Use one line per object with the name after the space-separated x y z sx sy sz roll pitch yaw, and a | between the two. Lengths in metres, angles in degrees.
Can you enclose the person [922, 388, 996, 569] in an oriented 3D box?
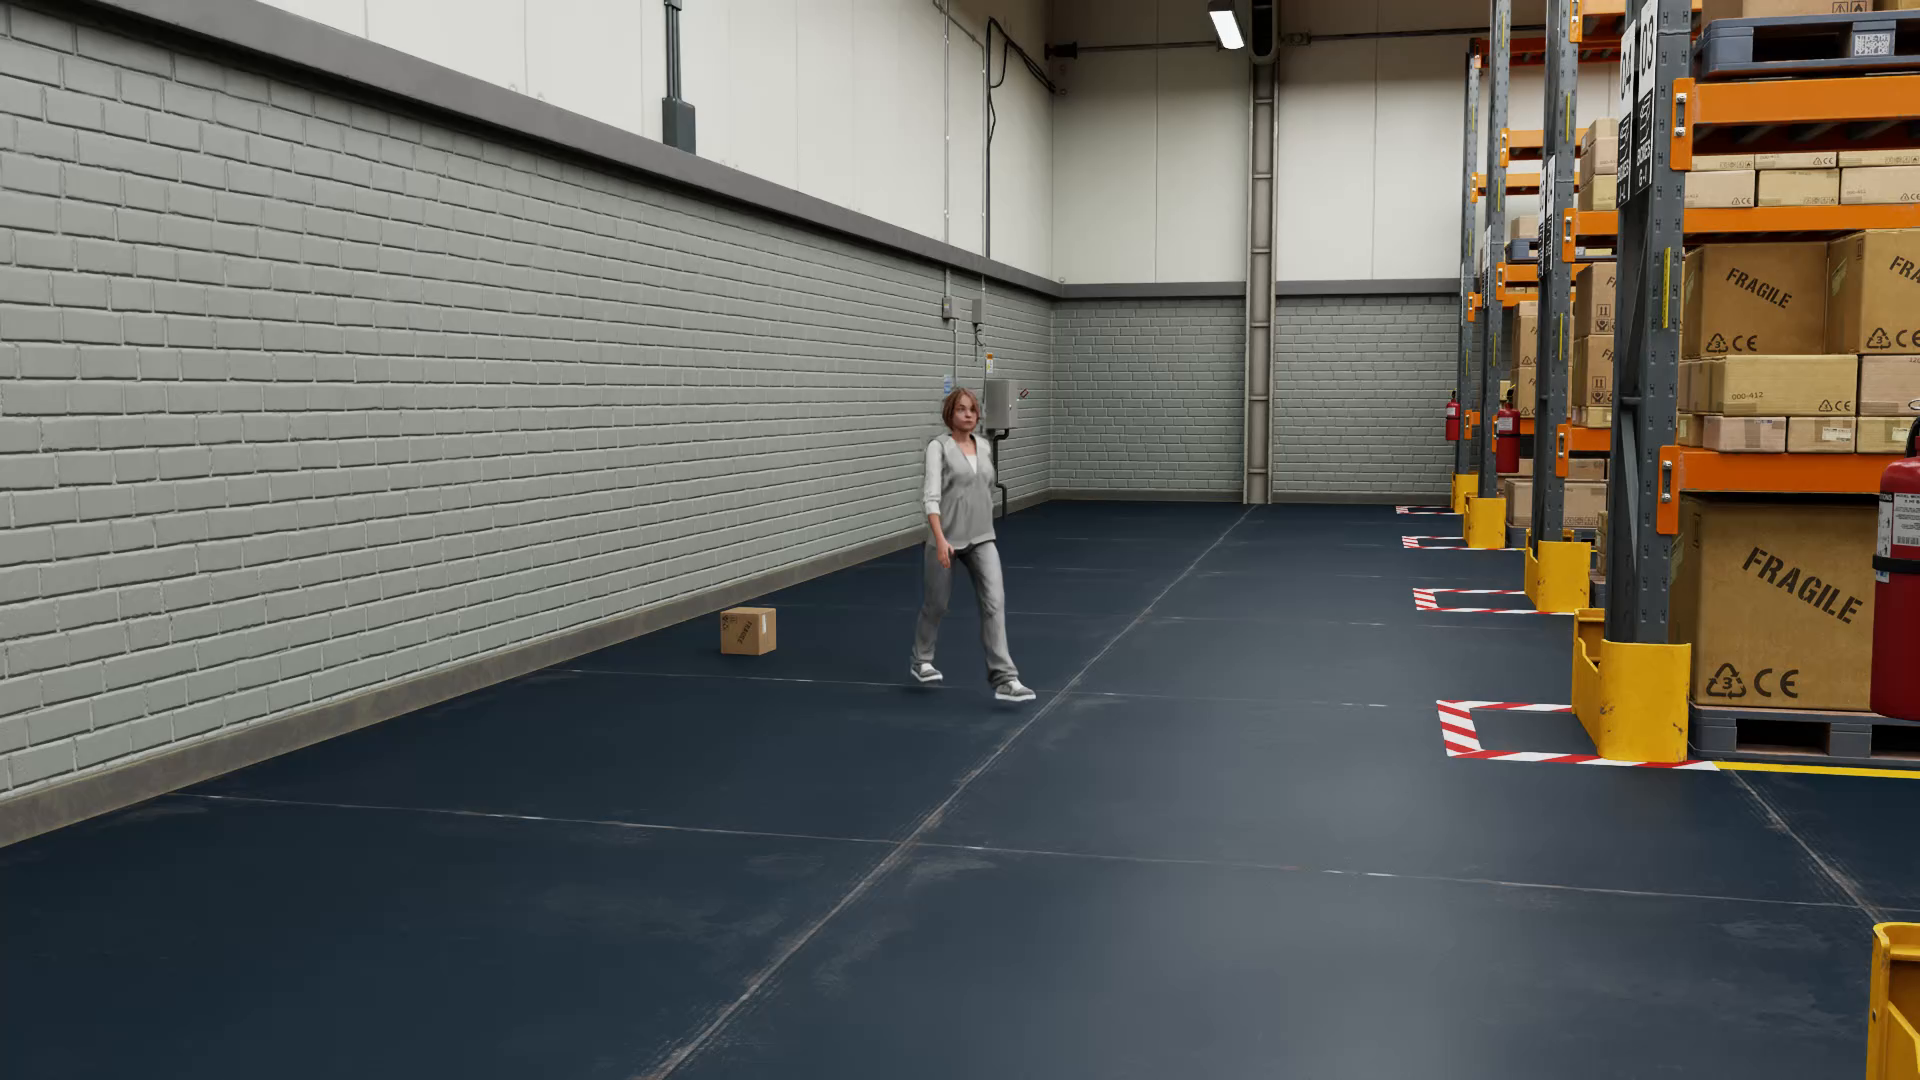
0.022 -0.290 8.282 0.446 0.933 0.419 -2 5 -23 | person
